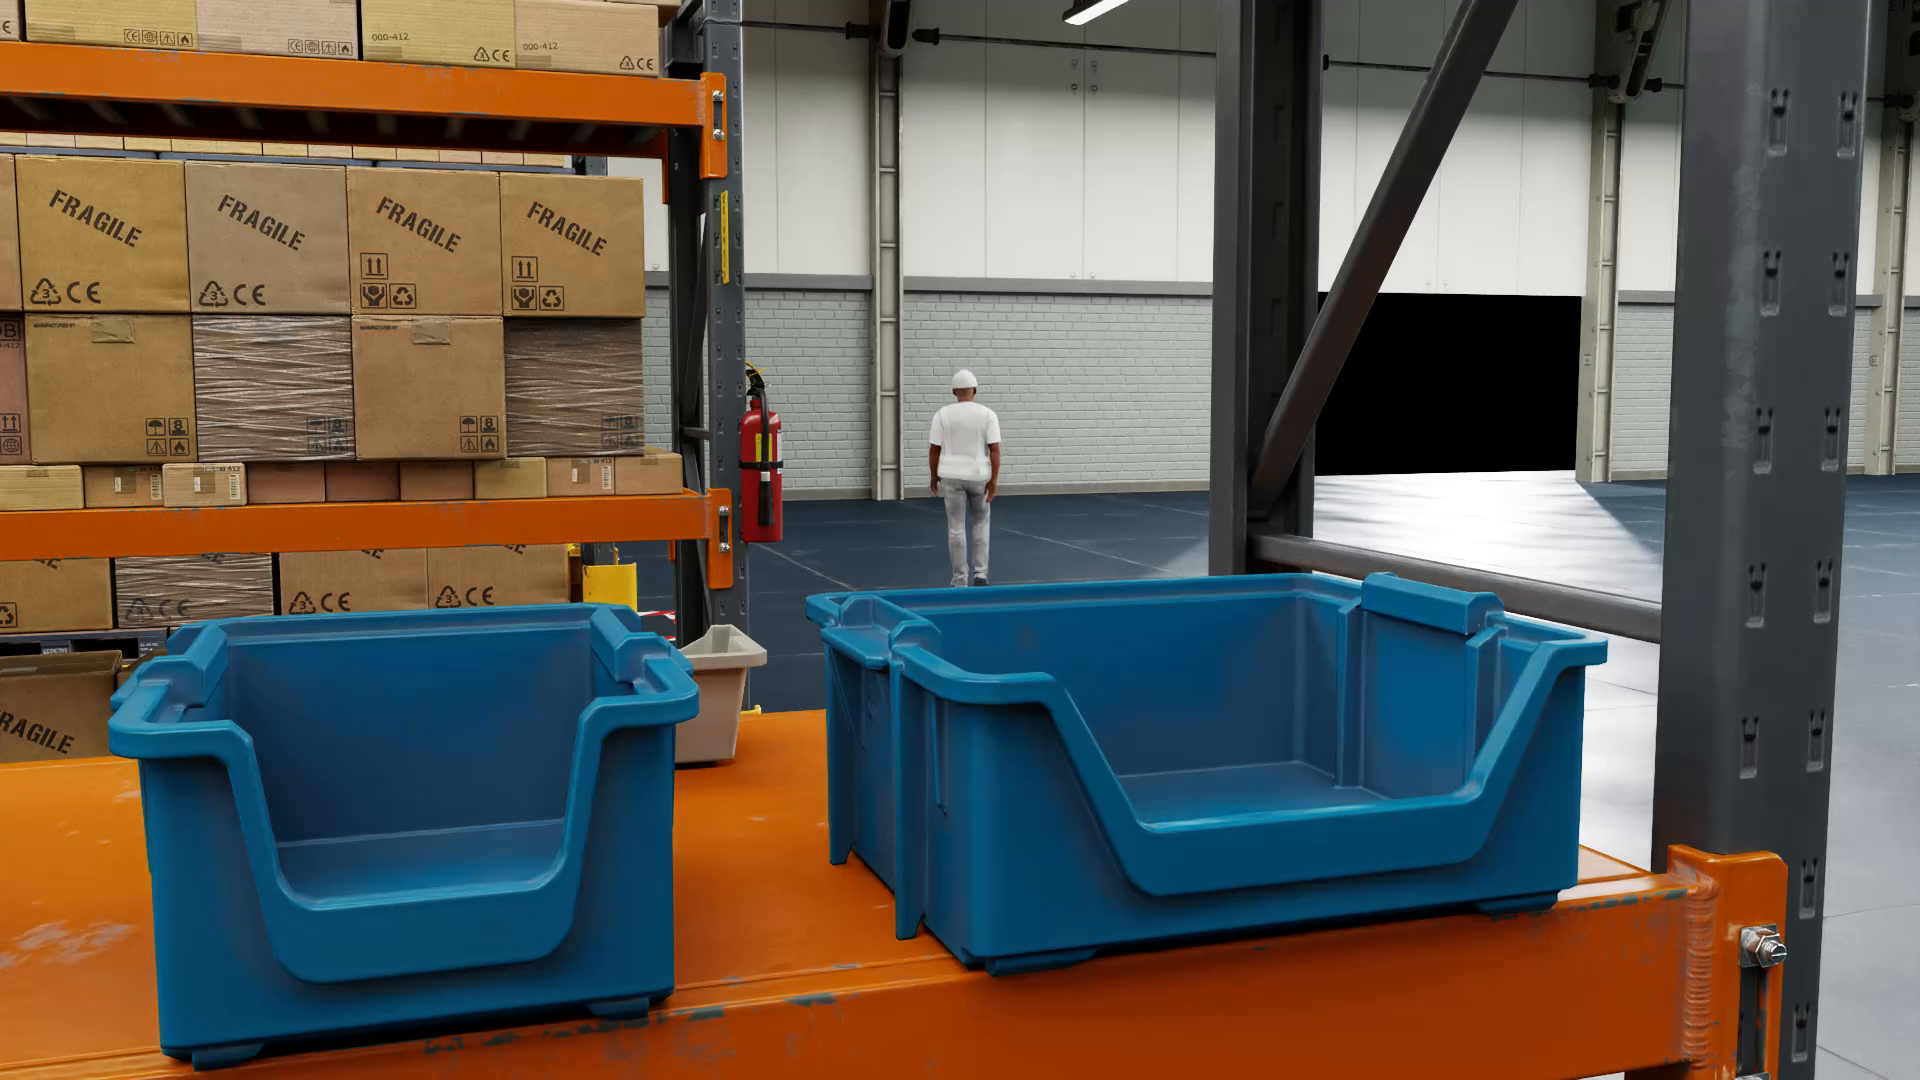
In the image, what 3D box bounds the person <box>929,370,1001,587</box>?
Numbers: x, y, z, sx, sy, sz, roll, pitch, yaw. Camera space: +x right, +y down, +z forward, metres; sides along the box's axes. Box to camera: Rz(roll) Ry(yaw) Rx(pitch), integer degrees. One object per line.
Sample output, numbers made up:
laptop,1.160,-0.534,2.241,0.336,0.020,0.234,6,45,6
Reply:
person,0.035,-0.464,13.498,0.573,1.829,0.615,0,6,-2
